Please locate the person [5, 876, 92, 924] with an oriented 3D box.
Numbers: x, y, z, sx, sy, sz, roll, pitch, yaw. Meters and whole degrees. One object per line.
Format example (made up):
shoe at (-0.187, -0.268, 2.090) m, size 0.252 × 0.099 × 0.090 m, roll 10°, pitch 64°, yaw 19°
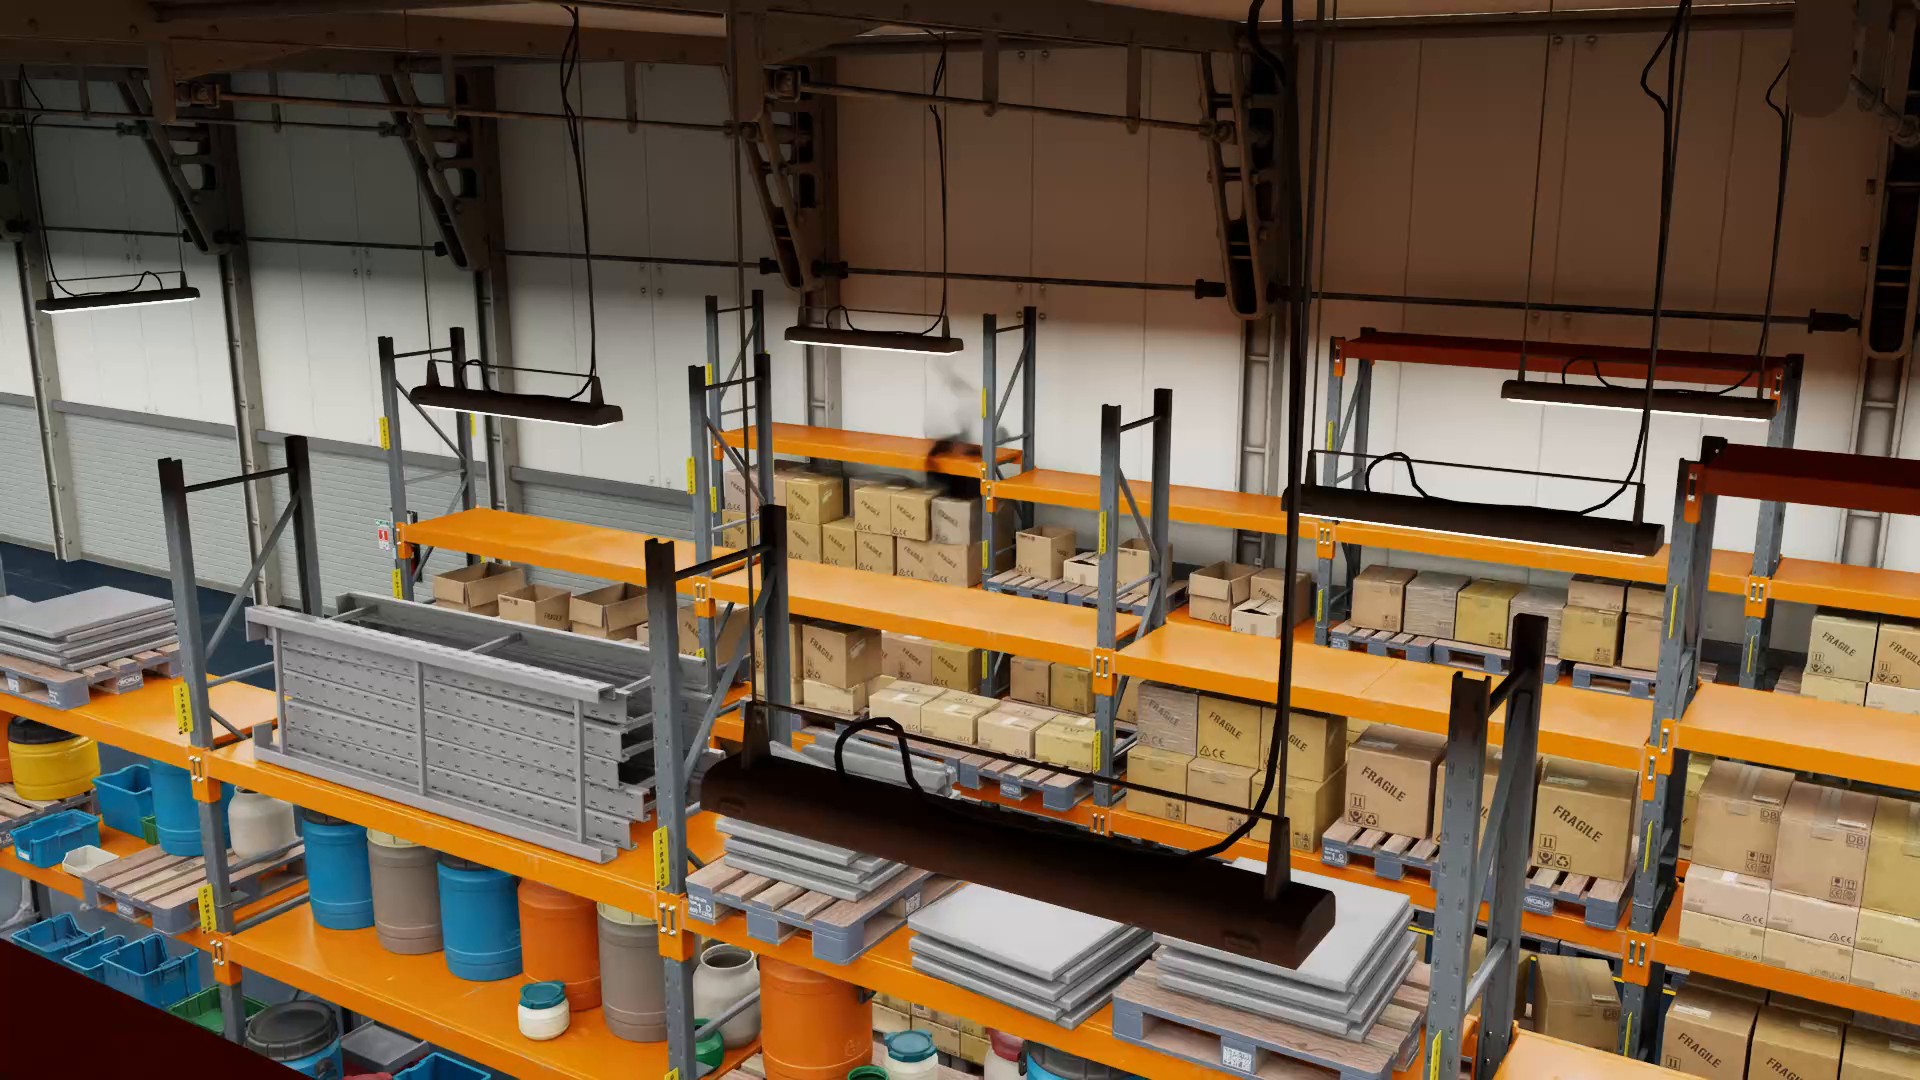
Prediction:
person at (-9.411, 3.102, 17.089) m, size 0.911 × 1.693 × 0.606 m, roll -9°, pitch 17°, yaw -33°
